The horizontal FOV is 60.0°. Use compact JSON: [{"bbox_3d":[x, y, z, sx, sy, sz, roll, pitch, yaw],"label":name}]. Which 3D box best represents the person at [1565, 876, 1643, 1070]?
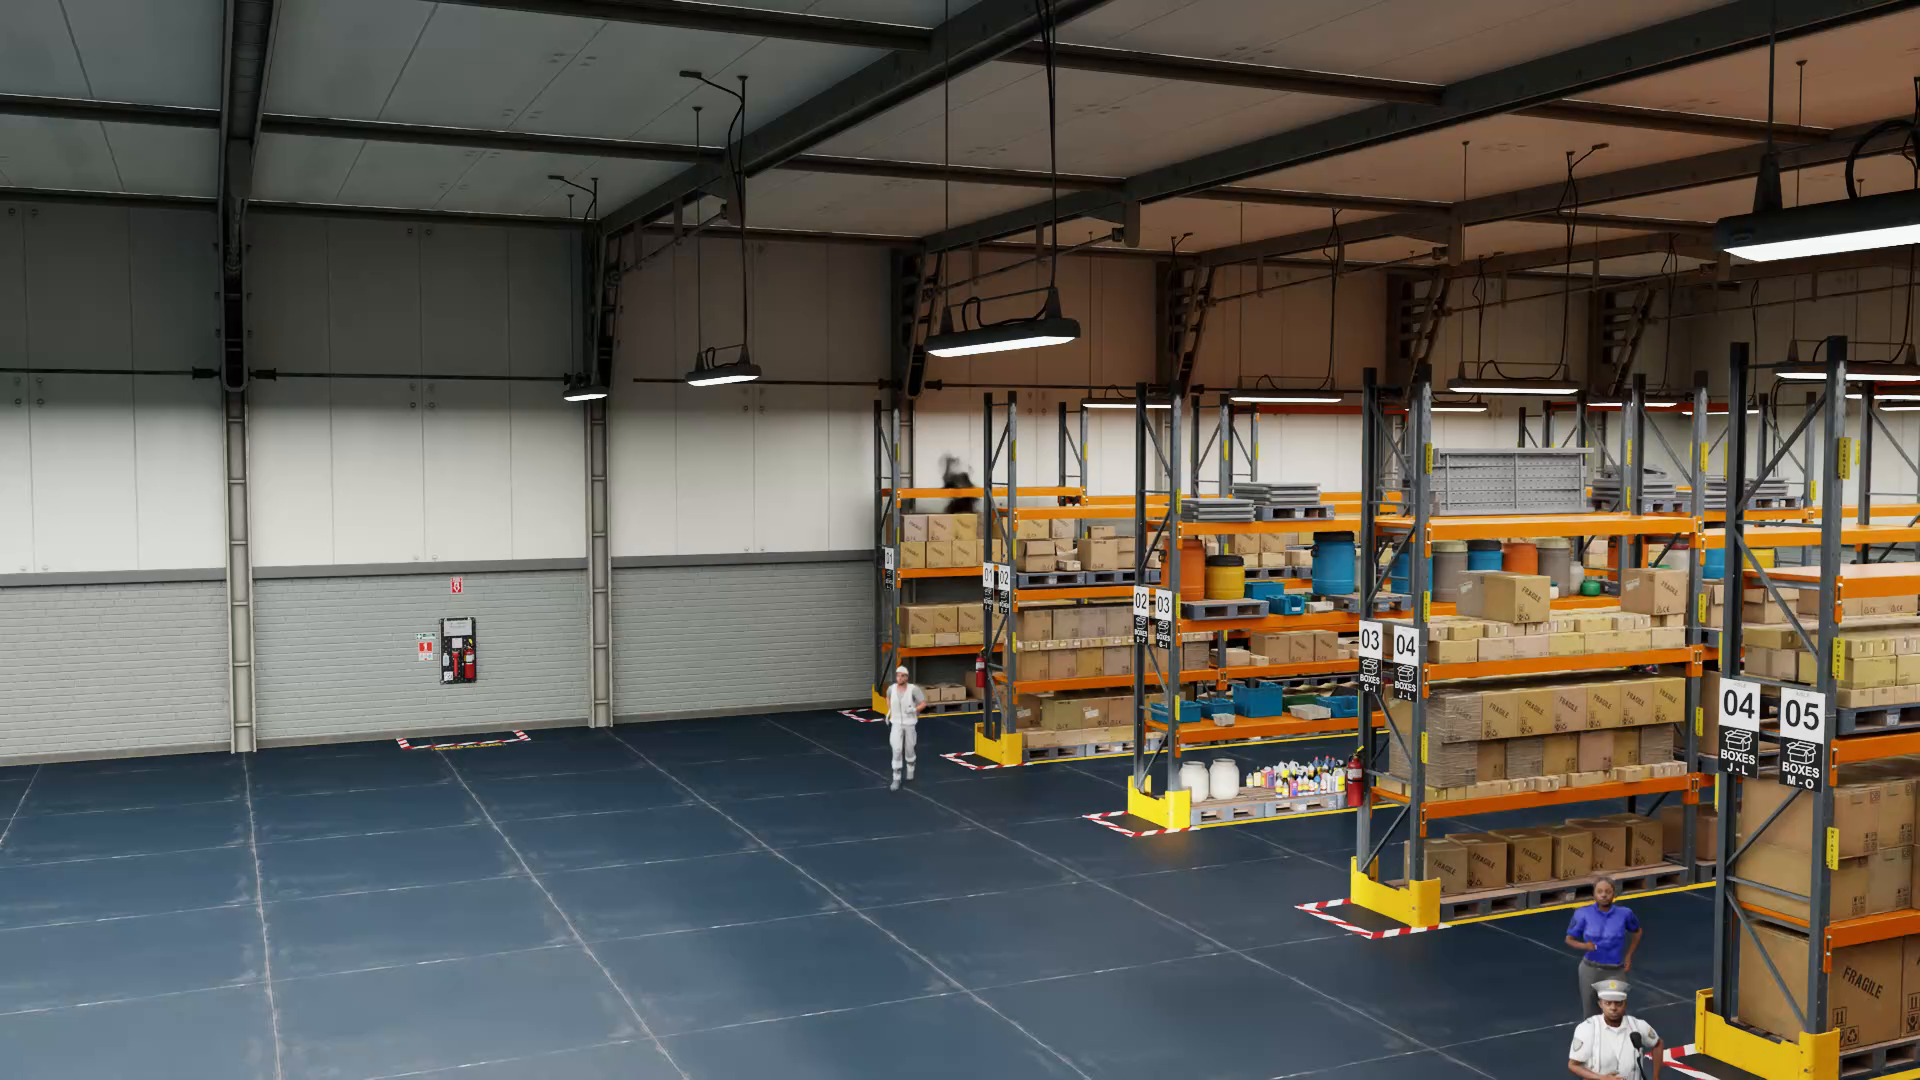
[{"bbox_3d":[5.168,3.541,13.378,0.581,1.697,0.748,1,4,23],"label":"person"}]

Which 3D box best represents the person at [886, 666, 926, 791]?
[{"bbox_3d":[-0.817,2.786,24.972,0.640,1.803,0.913,0,3,7],"label":"person"}]

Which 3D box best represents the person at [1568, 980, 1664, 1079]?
[{"bbox_3d":[4.264,3.699,10.828,0.562,1.759,0.692,2,4,25],"label":"person"}]
